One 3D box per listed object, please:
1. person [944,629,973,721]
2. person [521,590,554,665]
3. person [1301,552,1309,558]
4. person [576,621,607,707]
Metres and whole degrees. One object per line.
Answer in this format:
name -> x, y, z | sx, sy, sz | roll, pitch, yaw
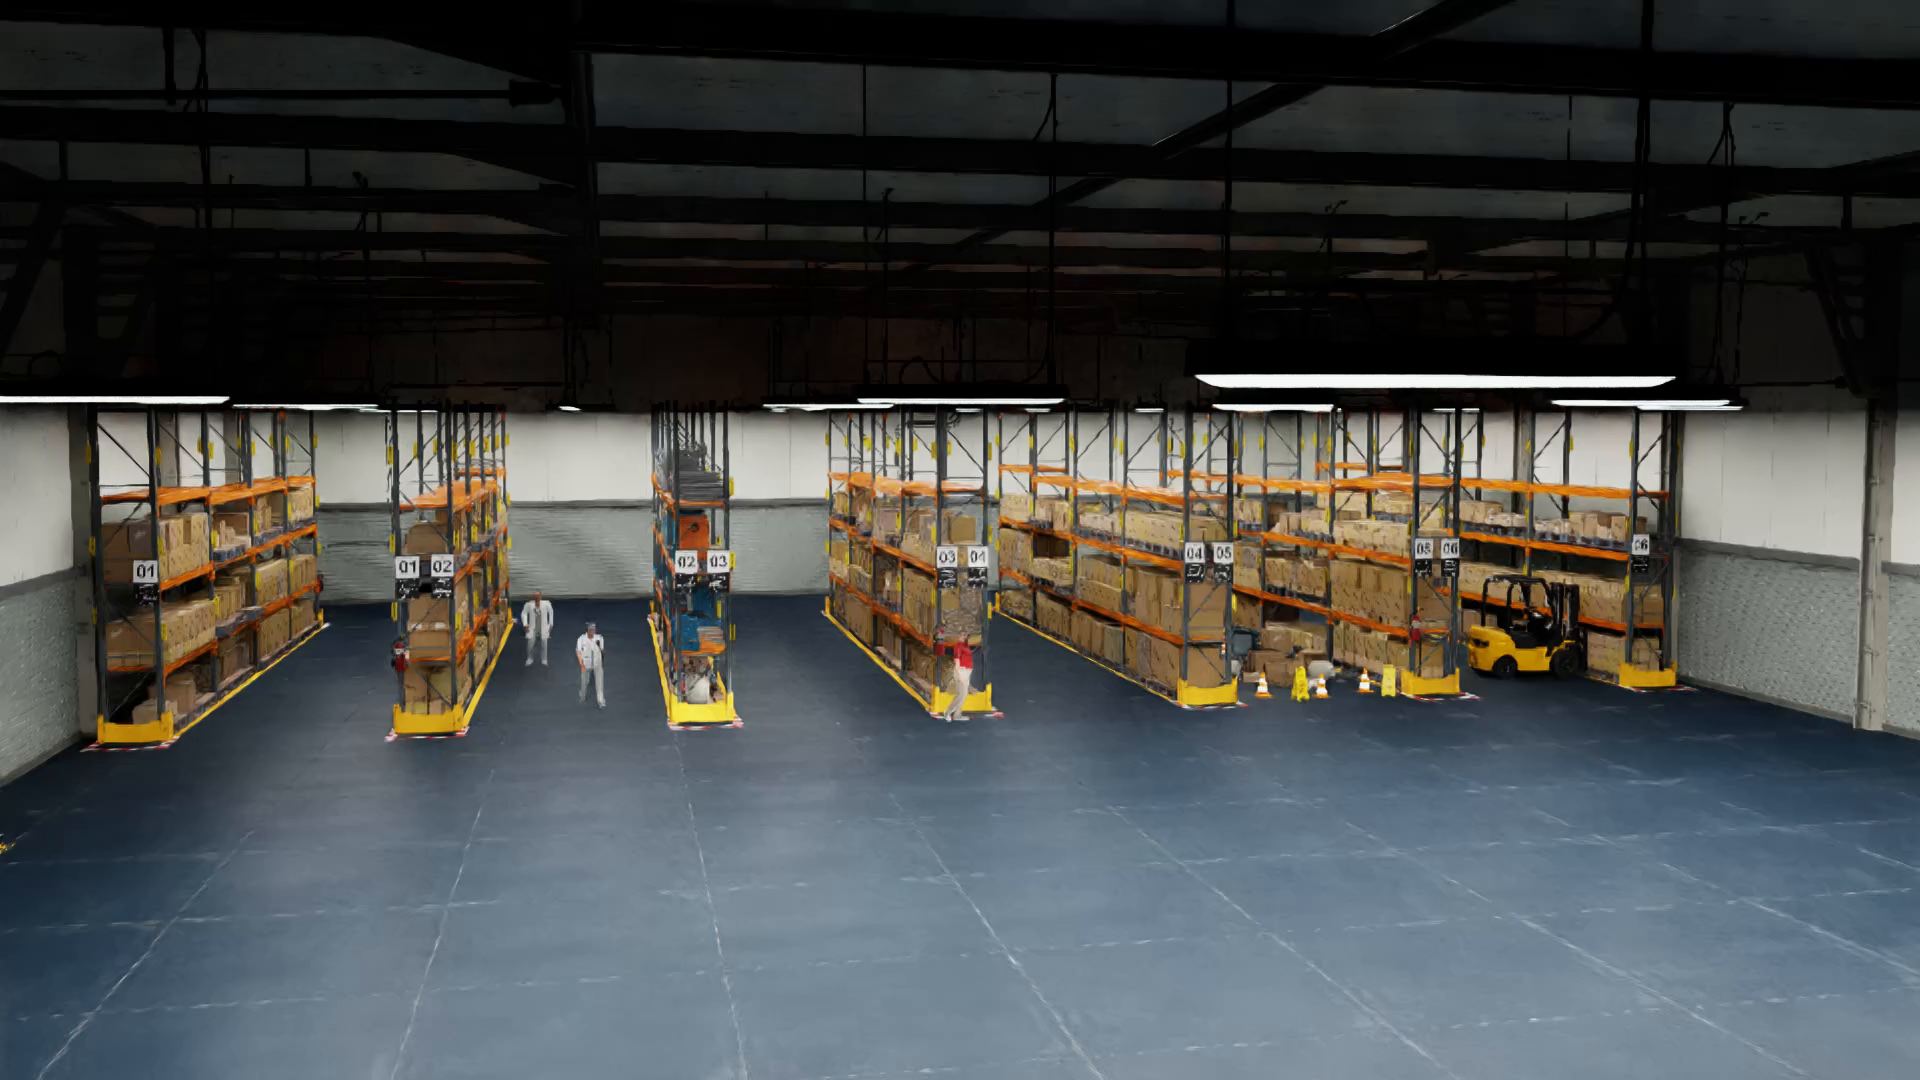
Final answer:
person -> -0.025, 2.517, 30.994 | 0.500, 1.718, 0.712 | 2, 5, 19
person -> -9.655, 1.997, 38.027 | 0.729, 1.733, 0.546 | -1, 4, -13
person -> 10.101, 1.187, 48.954 | 0.487, 1.665, 0.657 | -1, 4, -14
person -> -7.222, 2.410, 32.514 | 0.562, 1.684, 1.100 | -2, 5, -21
